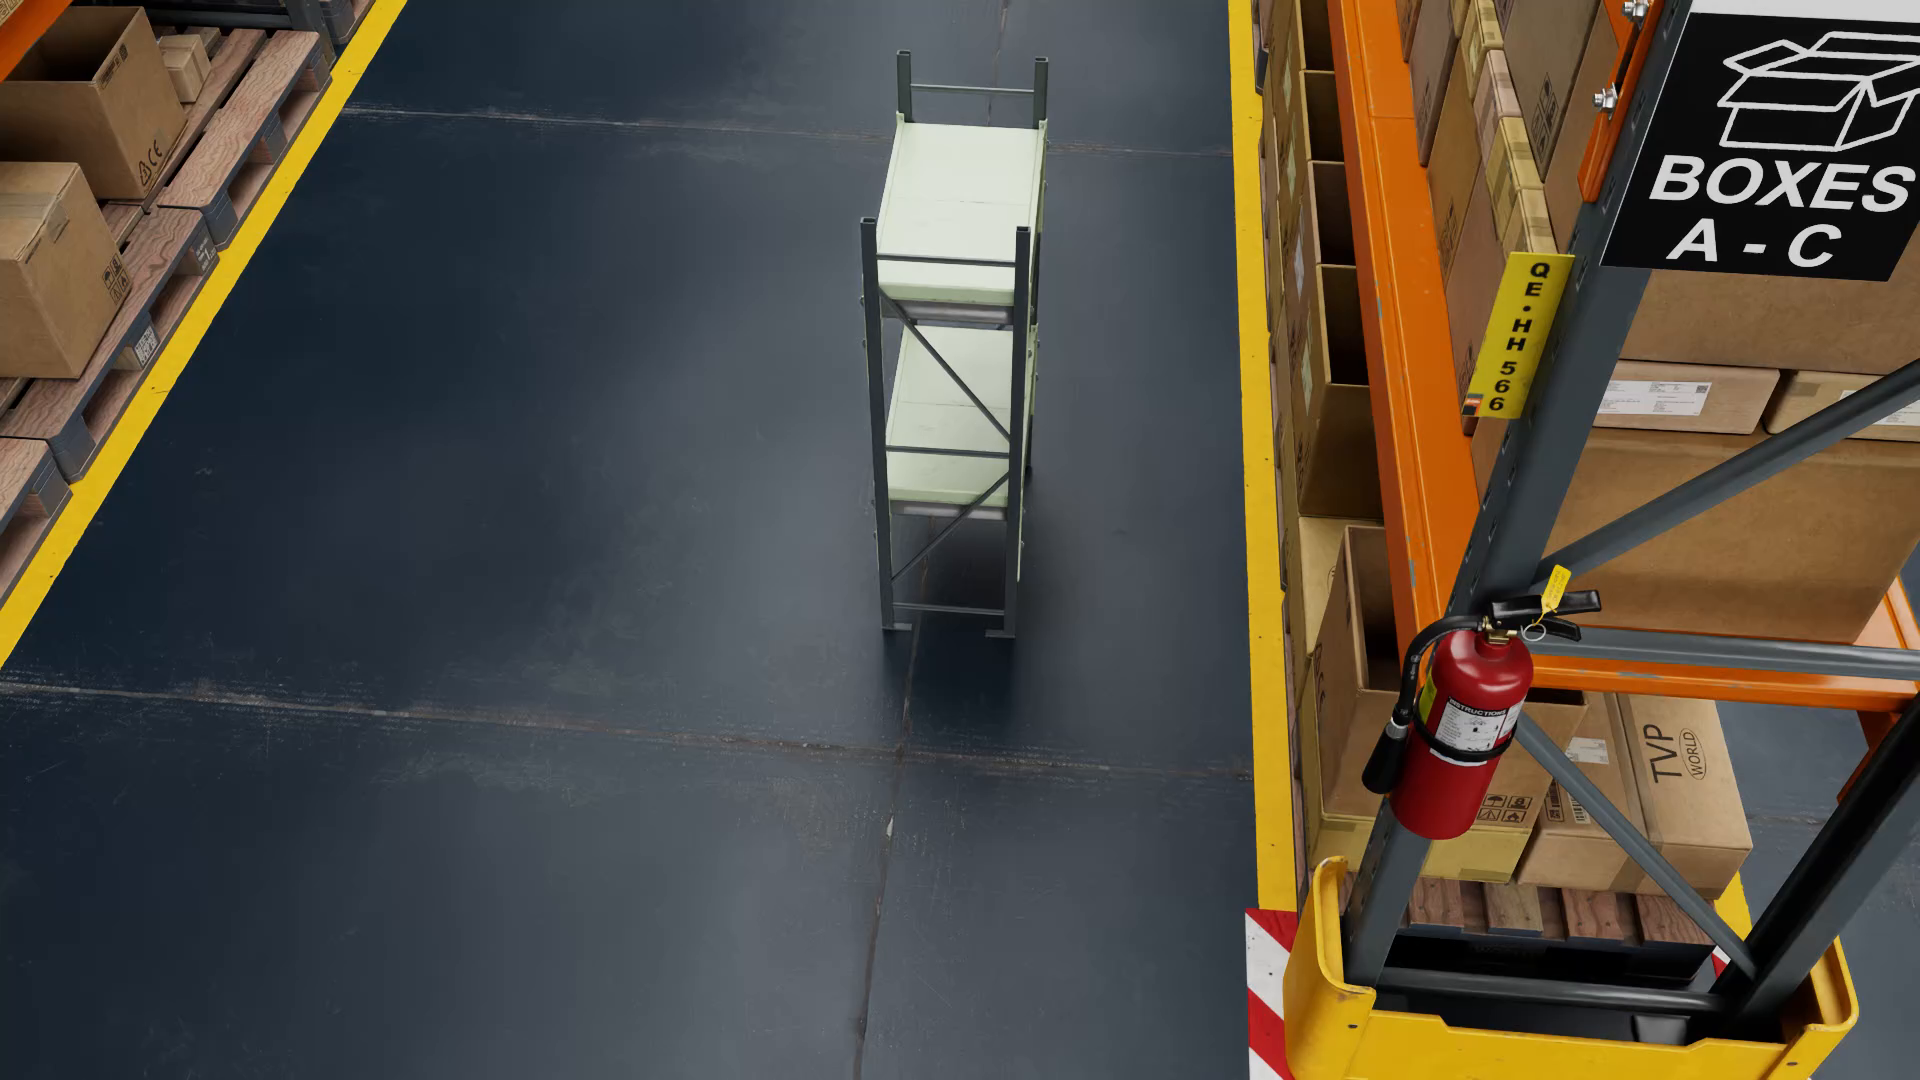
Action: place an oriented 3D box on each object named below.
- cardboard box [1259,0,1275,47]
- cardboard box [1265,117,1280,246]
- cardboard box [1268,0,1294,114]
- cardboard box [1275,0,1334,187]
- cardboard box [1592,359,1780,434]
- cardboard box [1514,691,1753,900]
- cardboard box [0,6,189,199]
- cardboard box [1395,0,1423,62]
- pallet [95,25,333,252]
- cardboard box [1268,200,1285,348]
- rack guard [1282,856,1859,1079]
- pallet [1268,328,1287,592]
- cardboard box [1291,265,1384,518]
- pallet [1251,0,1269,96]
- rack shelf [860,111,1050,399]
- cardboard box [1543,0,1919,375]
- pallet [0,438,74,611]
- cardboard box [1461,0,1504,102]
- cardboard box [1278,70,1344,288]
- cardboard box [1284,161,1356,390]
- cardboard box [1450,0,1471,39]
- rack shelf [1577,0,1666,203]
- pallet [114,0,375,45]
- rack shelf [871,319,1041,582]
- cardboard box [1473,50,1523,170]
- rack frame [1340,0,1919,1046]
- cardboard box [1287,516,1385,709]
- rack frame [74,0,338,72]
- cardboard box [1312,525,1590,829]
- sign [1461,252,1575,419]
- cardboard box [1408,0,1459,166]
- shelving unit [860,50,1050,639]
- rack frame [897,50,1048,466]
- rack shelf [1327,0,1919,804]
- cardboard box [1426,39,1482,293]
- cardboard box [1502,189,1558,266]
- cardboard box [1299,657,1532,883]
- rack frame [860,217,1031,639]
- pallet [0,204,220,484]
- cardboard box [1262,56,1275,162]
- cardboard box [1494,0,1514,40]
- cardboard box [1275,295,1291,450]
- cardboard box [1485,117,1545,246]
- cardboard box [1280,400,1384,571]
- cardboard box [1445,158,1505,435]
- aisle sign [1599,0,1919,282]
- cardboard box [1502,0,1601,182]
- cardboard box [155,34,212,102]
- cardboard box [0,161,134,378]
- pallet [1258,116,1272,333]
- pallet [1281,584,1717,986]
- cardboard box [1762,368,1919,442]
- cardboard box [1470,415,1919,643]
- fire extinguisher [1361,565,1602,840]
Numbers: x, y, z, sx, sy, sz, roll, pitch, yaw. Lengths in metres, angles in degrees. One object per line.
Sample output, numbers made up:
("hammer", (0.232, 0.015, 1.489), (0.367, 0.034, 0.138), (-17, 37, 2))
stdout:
("cardboard box", (1.509, -2.268, 6.871), (0.500, 0.250, 0.500), (3, 48, 3))
("cardboard box", (1.365, -1.256, 5.945), (0.500, 0.250, 0.500), (4, 48, 4))
("cardboard box", (1.406, -1.877, 6.005), (0.500, 0.500, 0.500), (4, 48, 4))
("cardboard box", (1.368, -1.509, 5.668), (0.500, 0.500, 0.500), (4, 48, 4))
("cardboard box", (1.240, -0.337, 3.018), (0.380, 0.149, 0.250), (3, 48, 3))
("cardboard box", (1.666, 0.616, 4.232), (0.500, 0.250, 0.500), (4, 48, 4))
("cardboard box", (-3.228, -1.600, 6.077), (0.500, 0.500, 0.500), (1, 48, 1))
("cardboard box", (1.635, -1.681, 4.687), (0.700, 0.500, 0.500), (5, 48, 4))
("pallet", (-3.199, -1.624, 6.592), (1.003, 0.211, 1.213), (4, 48, 4))
("cardboard box", (1.314, -0.889, 5.609), (0.500, 0.250, 0.500), (4, 48, 4))
("rack guard", (1.393, 1.070, 3.932), (1.175, 0.500, 0.348), (4, 48, 4))
("pallet", (1.537, -0.309, 5.389), (1.003, 0.211, 1.213), (4, 48, 4))
("cardboard box", (1.224, -0.408, 4.661), (0.500, 0.500, 0.500), (4, 48, 4))
("pallet", (1.788, -2.333, 7.241), (1.003, 0.211, 1.213), (4, 48, 4))
("rack shelf", (-0.001, -0.765, 4.404), (0.431, 0.370, 0.720), (4, 48, 4))
("cardboard box", (1.455, -0.644, 2.859), (0.700, 0.500, 0.500), (4, 48, 4))
("pallet", (-3.422, 0.169, 4.952), (1.003, 0.211, 1.213), (4, 48, 4))
("cardboard box", (1.335, -1.095, 3.712), (0.380, 0.149, 0.250), (5, 48, 5))
("cardboard box", (1.315, -1.142, 5.333), (0.500, 0.500, 0.500), (4, 48, 4))
("cardboard box", (1.271, -0.775, 4.997), (0.500, 0.500, 0.500), (4, 48, 4))
("cardboard box", (1.357, -1.289, 3.889), (0.380, 0.149, 0.250), (5, 48, 5))
("rack shelf", (1.578, -2.030, 3.529), (1.077, 0.370, 4.000), (4, 48, 4))
("pallet", (-3.104, -2.692, 7.569), (1.003, 0.211, 1.213), (4, 48, 4))
("rack shelf", (-0.001, -0.281, 4.933), (0.431, 0.370, 0.720), (4, 48, 4))
("cardboard box", (1.311, -0.902, 3.535), (0.380, 0.149, 0.250), (4, 48, 4))
("rack frame", (1.395, 0.209, 3.026), (1.000, 3.000, 0.127), (4, 48, 4))
("cardboard box", (1.184, 0.213, 4.601), (0.500, 0.250, 0.500), (4, 48, 4))
("rack frame", (-3.173, -3.061, 6.017), (1.000, 3.000, 0.127), (4, 48, 4))
("cardboard box", (1.148, 0.328, 3.988), (0.500, 0.500, 0.500), (4, 48, 4))
("sign", (0.856, -0.308, 2.554), (0.100, 0.325, 0.005), (4, 48, 4))
("cardboard box", (1.589, -1.305, 4.343), (0.700, 0.500, 0.500), (5, 48, 5))
("shelving unit", (-0.001, -0.501, 4.692), (0.431, 1.500, 0.755), (4, 48, 4))
("rack frame", (0.033, -0.770, 4.938), (0.400, 1.500, 0.023), (4, 48, 4))
("rack shelf", (1.578, -1.018, 4.636), (1.077, 0.370, 4.000), (4, 48, 4))
("cardboard box", (1.545, -0.918, 3.989), (0.700, 0.500, 0.500), (4, 48, 4))
("cardboard box", (1.263, -0.530, 3.194), (0.380, 0.149, 0.250), (5, 48, 5))
("cardboard box", (1.150, 0.581, 4.264), (0.500, 0.250, 0.500), (4, 48, 4))
("rack frame", (-0.034, -0.232, 4.446), (0.400, 1.500, 0.023), (4, 48, 4))
("pallet", (-3.308, -0.725, 5.770), (1.003, 0.211, 1.213), (4, 48, 4))
("cardboard box", (1.416, -1.624, 6.281), (0.500, 0.250, 0.500), (4, 48, 4))
("cardboard box", (1.543, -1.401, 3.552), (0.700, 0.500, 0.500), (4, 48, 4))
("cardboard box", (1.275, -0.522, 5.273), (0.500, 0.250, 0.500), (4, 48, 4))
("cardboard box", (1.286, -0.717, 3.366), (0.380, 0.149, 0.250), (3, 48, 3))
("cardboard box", (1.227, -0.154, 4.937), (0.500, 0.250, 0.500), (4, 48, 4))
("cardboard box", (1.494, -0.553, 3.655), (0.700, 0.500, 0.500), (5, 48, 5))
("aisle sign", (1.097, -0.640, 2.041), (0.394, 0.787, 0.004), (4, 48, 4))
("cardboard box", (1.498, -1.030, 3.213), (0.700, 0.500, 0.500), (3, 48, 3))
("cardboard box", (-3.192, -1.858, 6.538), (0.380, 0.166, 0.250), (-2, 48, -2))
("cardboard box", (-3.217, -0.883, 5.421), (0.700, 0.500, 0.500), (1, 48, 1))
("pallet", (1.646, -1.208, 6.211), (1.003, 0.211, 1.213), (4, 48, 4))
("pallet", (1.423, 0.585, 4.571), (1.003, 0.211, 1.213), (4, 48, 4))
("cardboard box", (1.646, -0.317, 3.000), (0.380, 0.149, 0.250), (4, 48, 3))
("cardboard box", (1.451, -0.167, 3.302), (0.700, 0.500, 0.500), (4, 48, 4))
("fire extinguisher", (0.922, 0.291, 3.004), (0.296, 0.674, 0.183), (4, 48, 4))
